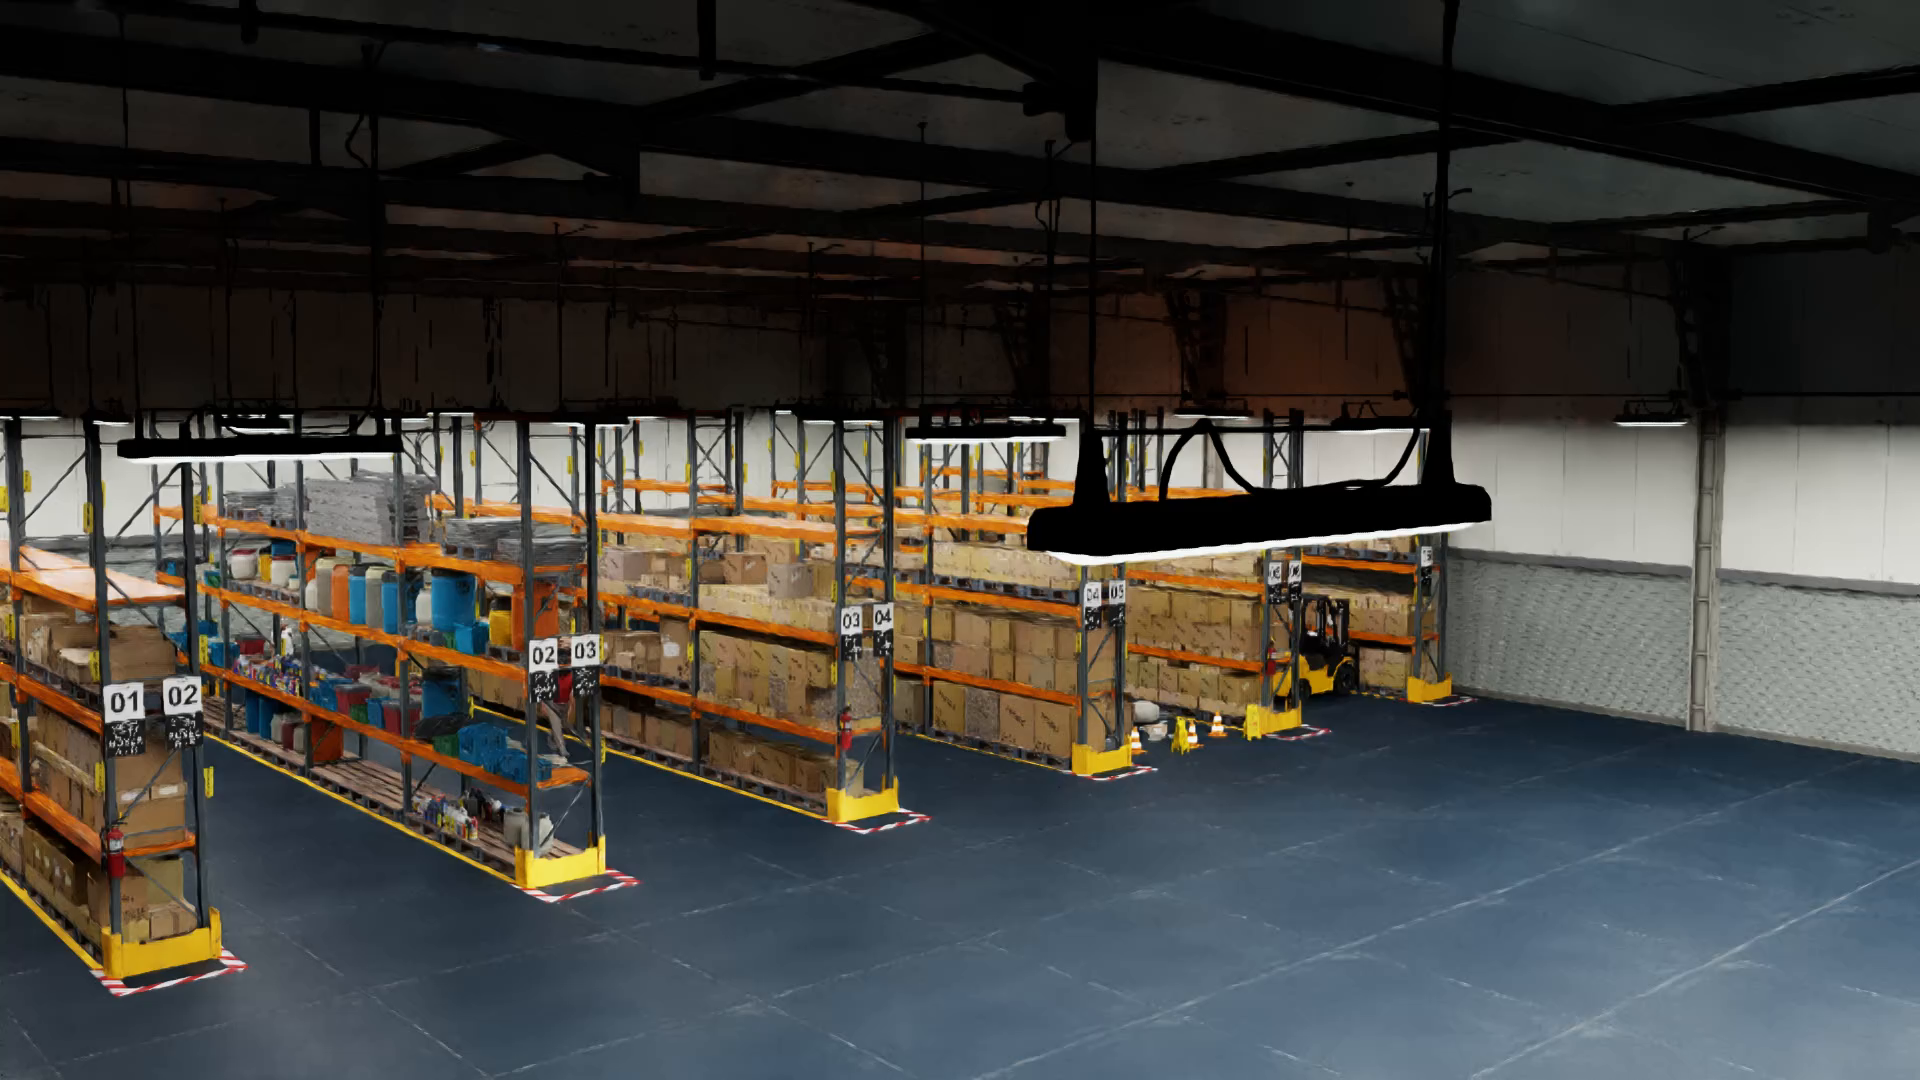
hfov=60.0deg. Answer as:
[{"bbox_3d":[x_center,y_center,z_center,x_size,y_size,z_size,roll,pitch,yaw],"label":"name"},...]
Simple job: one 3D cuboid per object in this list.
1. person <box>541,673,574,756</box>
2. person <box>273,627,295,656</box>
[{"bbox_3d":[-7.025,2.926,29.262,0.541,1.628,1.112,-5,7,-43],"label":"person"},{"bbox_3d":[-14.450,2.499,35.496,0.453,1.318,0.919,-4,6,-39],"label":"person"}]
